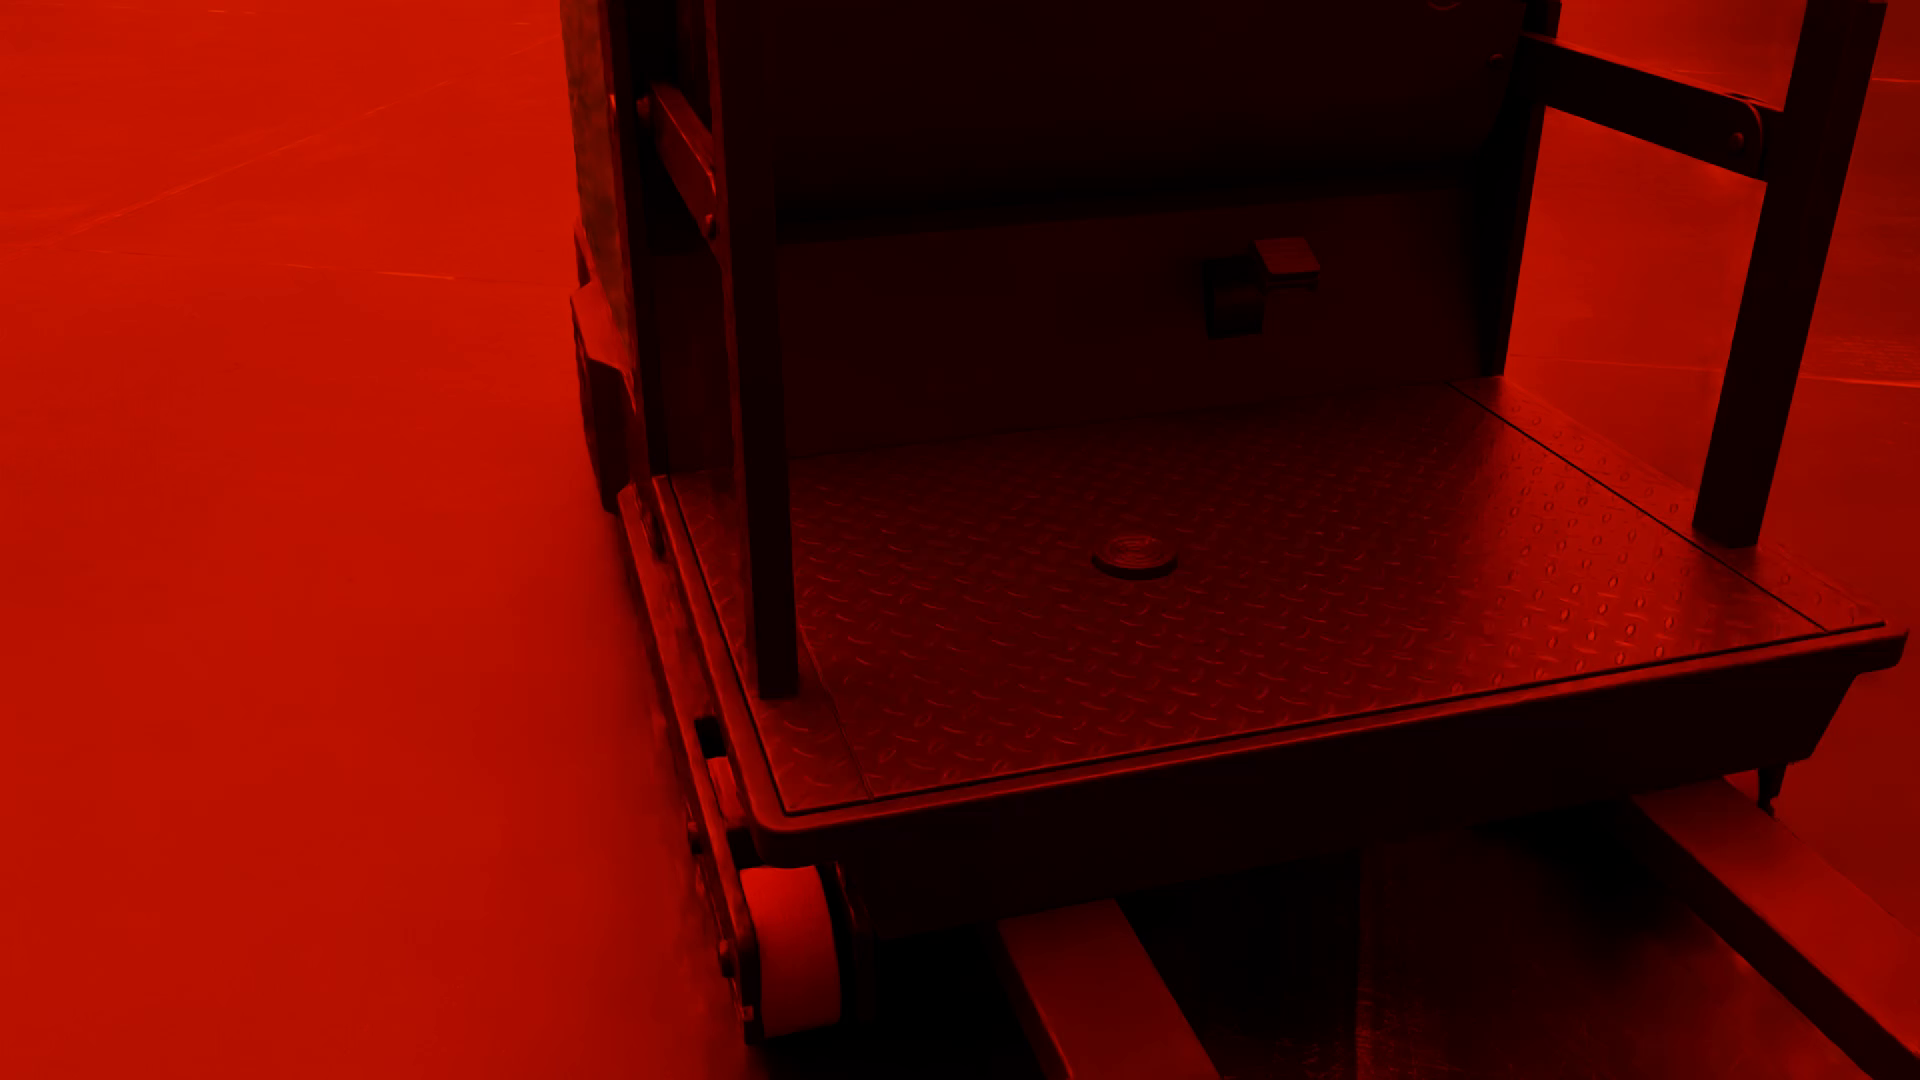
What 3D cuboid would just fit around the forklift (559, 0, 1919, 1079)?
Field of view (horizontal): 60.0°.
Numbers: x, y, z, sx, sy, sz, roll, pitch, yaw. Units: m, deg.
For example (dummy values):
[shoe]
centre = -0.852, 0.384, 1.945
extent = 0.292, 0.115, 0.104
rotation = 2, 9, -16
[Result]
[forklift]
centre = 0.233, -1.041, 1.308
extent = 1.130, 2.935, 3.031
rotation = -8, 28, -15
